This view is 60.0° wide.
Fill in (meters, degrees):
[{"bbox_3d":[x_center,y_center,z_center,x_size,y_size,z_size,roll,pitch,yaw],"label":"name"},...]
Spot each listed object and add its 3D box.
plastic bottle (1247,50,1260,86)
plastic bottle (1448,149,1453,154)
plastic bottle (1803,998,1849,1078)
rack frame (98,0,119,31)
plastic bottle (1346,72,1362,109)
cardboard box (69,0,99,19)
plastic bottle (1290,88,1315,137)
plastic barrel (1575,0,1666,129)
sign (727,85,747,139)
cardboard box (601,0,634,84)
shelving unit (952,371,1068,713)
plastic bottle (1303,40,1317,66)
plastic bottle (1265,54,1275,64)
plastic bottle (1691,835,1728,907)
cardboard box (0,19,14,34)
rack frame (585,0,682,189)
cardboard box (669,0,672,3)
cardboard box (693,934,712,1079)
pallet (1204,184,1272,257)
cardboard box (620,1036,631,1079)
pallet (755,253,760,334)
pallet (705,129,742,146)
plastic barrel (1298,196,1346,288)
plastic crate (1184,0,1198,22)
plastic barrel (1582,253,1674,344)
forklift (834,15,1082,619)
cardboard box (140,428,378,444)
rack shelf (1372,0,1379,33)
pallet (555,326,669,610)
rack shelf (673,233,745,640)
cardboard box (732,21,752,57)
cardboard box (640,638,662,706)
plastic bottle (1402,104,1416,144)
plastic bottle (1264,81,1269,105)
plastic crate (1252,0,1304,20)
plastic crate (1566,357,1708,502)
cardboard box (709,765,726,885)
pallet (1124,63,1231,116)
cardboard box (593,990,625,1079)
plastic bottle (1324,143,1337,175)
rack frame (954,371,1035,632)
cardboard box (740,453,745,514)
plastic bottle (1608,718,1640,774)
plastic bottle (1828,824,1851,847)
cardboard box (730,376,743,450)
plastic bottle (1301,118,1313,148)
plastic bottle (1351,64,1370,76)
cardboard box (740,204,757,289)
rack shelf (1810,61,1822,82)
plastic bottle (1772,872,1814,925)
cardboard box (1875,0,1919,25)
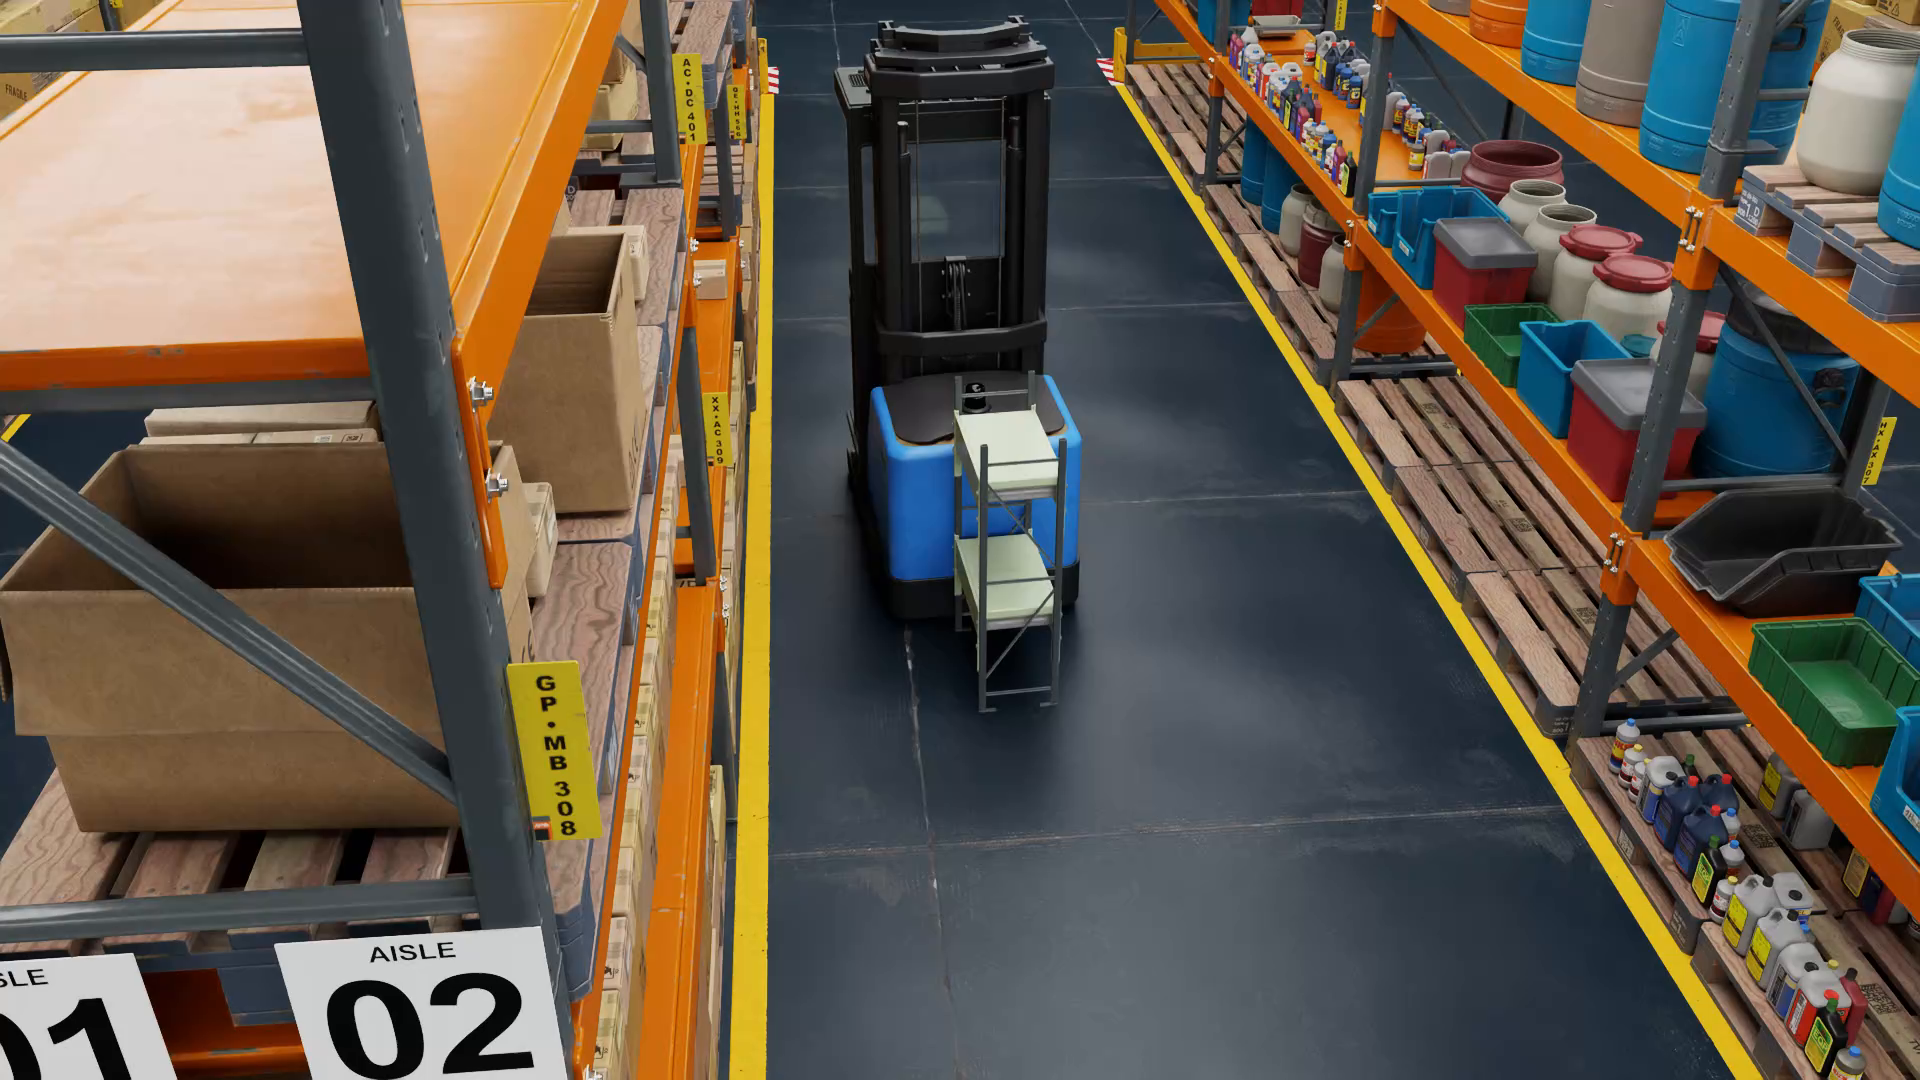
[{"bbox_3d":[2.346,-3.770,13.262,0.097,0.271,0.097,0,31,0],"label":"plastic bottle"},{"bbox_3d":[3.327,-2.546,11.282,0.097,0.201,0.097,0,31,0],"label":"plastic bottle"},{"bbox_3d":[3.148,1.801,6.029,0.061,0.283,0.133,-2,31,-3],"label":"plastic bottle"},{"bbox_3d":[-7.199,-3.852,13.275,1.000,3.000,0.127,-3,31,-5],"label":"rack frame"},{"bbox_3d":[3.016,-3.440,12.709,0.097,0.271,0.097,0,31,0],"label":"plastic bottle"},{"bbox_3d":[-6.901,-4.127,12.597,0.500,0.250,0.500,-2,31,-3],"label":"cardboard box"},{"bbox_3d":[2.495,-3.117,12.091,0.144,0.351,0.185,-3,31,-5],"label":"plastic bottle"},{"bbox_3d":[3.087,-2.329,7.310,0.600,0.901,0.600,0,31,0],"label":"plastic barrel"},{"bbox_3d":[-1.342,-2.575,10.007,0.100,0.325,0.005,-3,31,-5],"label":"sign"},{"bbox_3d":[-1.539,-2.050,6.337,0.500,0.500,0.500,-2,31,-4],"label":"cardboard box"},{"bbox_3d":[0.231,0.013,8.266,0.431,1.500,0.755,-5,31,-8],"label":"shelving unit"},{"bbox_3d":[2.900,-4.041,13.784,0.097,0.201,0.097,0,31,0],"label":"plastic bottle"},{"bbox_3d":[2.485,-3.816,13.408,0.097,0.201,0.097,0,31,0],"label":"plastic bottle"},{"bbox_3d":[3.066,1.349,6.786,0.061,0.283,0.133,-1,31,-2],"label":"plastic bottle"},{"bbox_3d":[-6.767,-3.345,11.288,0.500,0.250,0.500,-3,31,-6],"label":"cardboard box"},{"bbox_3d":[-1.520,-2.583,5.299,1.000,3.000,0.127,-3,31,-5],"label":"rack frame"},{"bbox_3d":[-1.729,-2.957,8.588,0.500,0.250,0.500,-2,31,-3],"label":"cardboard box"},{"bbox_3d":[-1.113,1.663,5.582,0.500,0.500,0.500,-3,31,-5],"label":"cardboard box"},{"bbox_3d":[2.695,-2.734,14.122,1.003,0.211,1.213,-3,31,-5],"label":"pallet"},{"bbox_3d":[-1.231,1.485,4.241,0.700,0.500,0.500,-2,31,-3],"label":"cardboard box"},{"bbox_3d":[-2.037,-1.857,12.653,1.003,0.211,1.213,-3,31,-5],"label":"pallet"},{"bbox_3d":[-2.080,-2.960,11.968,1.003,0.211,1.213,-3,31,-5],"label":"pallet"},{"bbox_3d":[2.870,-2.255,12.543,0.600,0.588,0.708,-3,31,-5],"label":"plastic barrel"},{"bbox_3d":[2.292,-4.793,15.060,0.437,0.125,0.590,-3,31,-5],"label":"plastic crate"},{"bbox_3d":[3.472,-1.175,8.659,0.433,0.535,0.433,0,31,0],"label":"plastic barrel"},{"bbox_3d":[-0.101,-1.573,9.526,1.130,2.935,3.031,-5,31,-8],"label":"forklift"},{"bbox_3d":[-1.517,-0.004,3.507,0.500,0.250,0.500,-3,31,-5],"label":"cardboard box"},{"bbox_3d":[2.851,-4.285,11.775,1.077,0.370,4.000,-3,31,-5],"label":"rack shelf"},{"bbox_3d":[-1.304,-0.201,4.324,1.003,0.211,1.213,-3,31,-5],"label":"pallet"},{"bbox_3d":[-1.707,-0.720,8.732,1.077,0.370,4.000,-3,31,-5],"label":"rack shelf"},{"bbox_3d":[-2.044,-4.408,14.107,0.500,0.500,0.500,-2,31,-3],"label":"cardboard box"},{"bbox_3d":[-1.165,0.448,5.345,0.380,0.149,0.250,-2,31,-3],"label":"cardboard box"},{"bbox_3d":[3.249,-2.998,11.971,0.097,0.271,0.097,0,31,0],"label":"plastic bottle"},{"bbox_3d":[2.398,-3.454,12.802,0.097,0.201,0.097,0,31,0],"label":"plastic bottle"},{"bbox_3d":[2.831,-4.848,14.821,0.402,0.464,0.583,-3,31,-5],"label":"plastic crate"},{"bbox_3d":[3.062,-0.503,7.605,0.402,0.464,0.583,-3,31,-5],"label":"plastic crate"},{"bbox_3d":[-1.259,1.219,7.056,0.500,0.250,0.500,-3,31,-5],"label":"cardboard box"},{"bbox_3d":[2.329,-4.749,17.496,1.003,0.211,1.213,-3,31,-5],"label":"pallet"},{"bbox_3d":[-1.018,1.241,4.018,0.380,0.149,0.250,-3,31,-4],"label":"cardboard box"},{"bbox_3d":[2.552,-2.613,11.394,0.097,0.201,0.097,0,31,0],"label":"plastic bottle"},{"bbox_3d":[0.172,-0.172,8.576,0.400,1.500,0.023,-5,31,-8],"label":"rack frame"},{"bbox_3d":[-1.506,-0.272,9.553,0.500,0.250,0.500,-2,31,-3],"label":"cardboard box"},{"bbox_3d":[3.005,0.923,7.511,0.097,0.271,0.097,0,31,0],"label":"plastic bottle"},{"bbox_3d":[3.777,1.119,7.107,0.144,0.351,0.185,-4,31,-7],"label":"plastic bottle"},{"bbox_3d":[-1.545,-0.769,9.838,0.500,0.311,0.500,-3,31,-5],"label":"cardboard box"},{"bbox_3d":[2.498,-2.911,11.893,0.097,0.201,0.097,0,31,0],"label":"plastic bottle"},{"bbox_3d":[3.117,-3.575,12.932,0.152,0.276,0.135,-3,31,-5],"label":"plastic bottle"},{"bbox_3d":[-1.802,-2.201,12.519,0.500,0.500,0.500,-4,31,-6],"label":"cardboard box"},{"bbox_3d":[7.782,-3.234,12.942,1.077,0.370,4.000,-3,31,-5],"label":"rack shelf"},{"bbox_3d":[3.276,1.463,6.603,0.152,0.276,0.135,-3,31,-5],"label":"plastic bottle"},{"bbox_3d":[7.716,-4.361,13.051,0.797,0.503,0.637,-2,31,-4],"label":"cardboard box"}]
